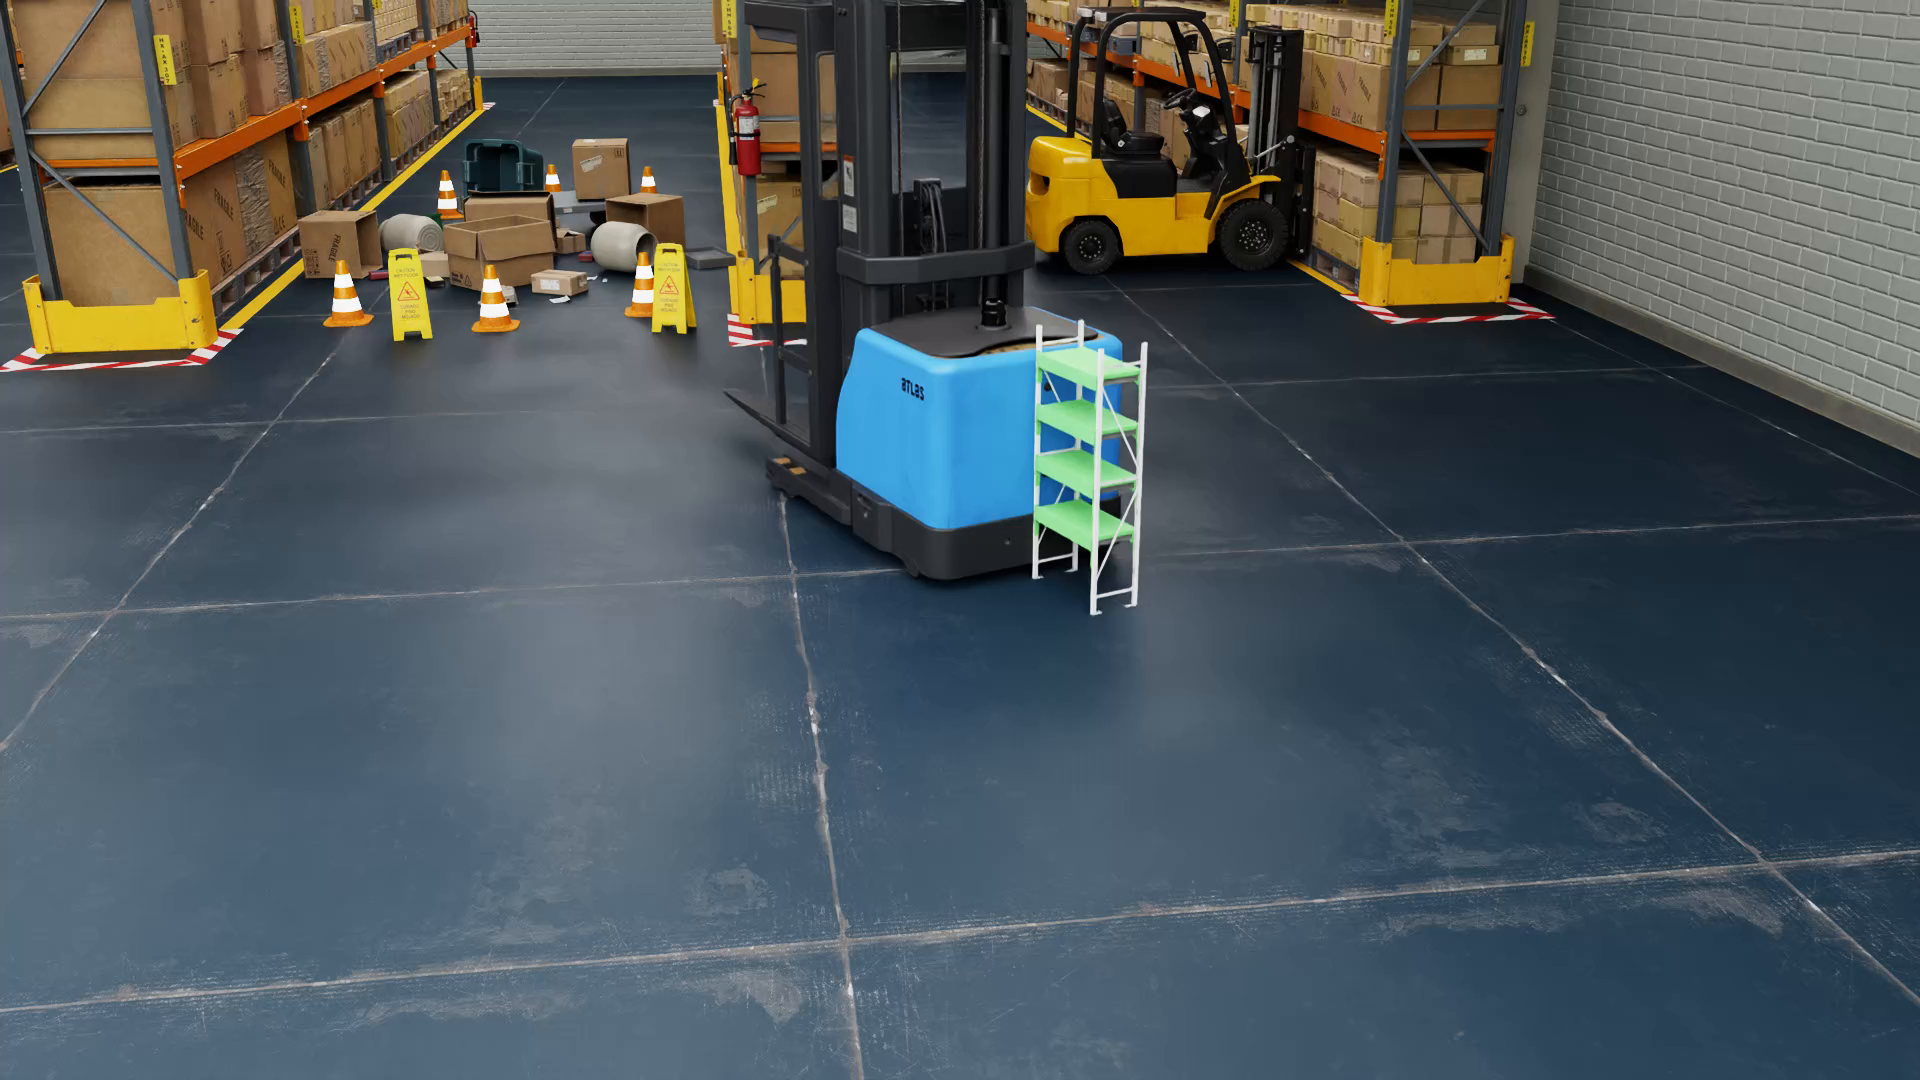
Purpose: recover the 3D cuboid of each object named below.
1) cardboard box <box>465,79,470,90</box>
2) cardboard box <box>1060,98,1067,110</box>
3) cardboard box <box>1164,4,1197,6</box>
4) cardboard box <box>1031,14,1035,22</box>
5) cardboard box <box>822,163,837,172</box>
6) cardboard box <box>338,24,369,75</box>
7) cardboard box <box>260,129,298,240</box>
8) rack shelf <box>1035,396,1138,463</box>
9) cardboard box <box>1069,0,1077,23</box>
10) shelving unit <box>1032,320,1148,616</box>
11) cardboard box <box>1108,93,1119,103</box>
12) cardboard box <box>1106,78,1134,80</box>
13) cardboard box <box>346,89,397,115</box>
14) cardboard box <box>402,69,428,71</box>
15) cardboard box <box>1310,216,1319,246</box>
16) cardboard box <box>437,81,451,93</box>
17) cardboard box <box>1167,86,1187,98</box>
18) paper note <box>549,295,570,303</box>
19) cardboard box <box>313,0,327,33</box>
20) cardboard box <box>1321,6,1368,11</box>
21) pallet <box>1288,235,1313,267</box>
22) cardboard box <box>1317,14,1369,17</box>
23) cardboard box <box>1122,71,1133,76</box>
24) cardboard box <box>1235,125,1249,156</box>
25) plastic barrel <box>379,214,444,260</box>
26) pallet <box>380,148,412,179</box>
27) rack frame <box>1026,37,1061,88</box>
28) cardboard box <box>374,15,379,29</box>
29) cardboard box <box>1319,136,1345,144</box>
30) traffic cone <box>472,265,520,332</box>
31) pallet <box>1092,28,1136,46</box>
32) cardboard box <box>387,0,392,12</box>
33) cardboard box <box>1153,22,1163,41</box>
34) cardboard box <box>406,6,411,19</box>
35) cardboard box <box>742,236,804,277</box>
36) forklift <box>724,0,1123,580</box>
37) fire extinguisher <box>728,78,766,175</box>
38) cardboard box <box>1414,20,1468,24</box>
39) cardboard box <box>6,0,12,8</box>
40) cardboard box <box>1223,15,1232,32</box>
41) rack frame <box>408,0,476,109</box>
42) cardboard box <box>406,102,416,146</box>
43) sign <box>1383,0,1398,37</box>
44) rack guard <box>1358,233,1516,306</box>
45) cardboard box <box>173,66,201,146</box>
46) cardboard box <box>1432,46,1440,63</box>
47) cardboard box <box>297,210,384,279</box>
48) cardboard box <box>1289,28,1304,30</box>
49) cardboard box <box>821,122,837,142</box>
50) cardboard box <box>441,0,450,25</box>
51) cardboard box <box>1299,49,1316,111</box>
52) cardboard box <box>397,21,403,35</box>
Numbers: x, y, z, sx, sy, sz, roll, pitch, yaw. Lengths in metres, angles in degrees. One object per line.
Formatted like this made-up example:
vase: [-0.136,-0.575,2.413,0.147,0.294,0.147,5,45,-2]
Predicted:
cardboard box: [-7.934,-7.186,26.219,0.380,0.149,0.250,-3,21,-9]
cardboard box: [1.709,-6.545,24.926,0.380,0.149,0.250,-4,21,-9]
cardboard box: [2.563,-6.076,19.127,0.380,0.149,0.250,-3,21,-7]
cardboard box: [1.361,-8.559,27.205,0.380,0.149,0.250,-2,21,-6]
cardboard box: [-1.028,-2.841,13.794,0.500,0.500,0.500,-4,21,-10]
cardboard box: [-6.738,-5.316,18.019,0.500,0.500,0.500,-3,21,-8]
cardboard box: [-6.541,-3.179,14.878,0.875,0.875,0.875,-3,21,-7]
rack shelf: [0.564,-0.490,7.310,0.258,0.148,0.480,-11,23,-27]
cardboard box: [1.928,-7.570,23.455,0.700,0.500,0.500,-2,21,-6]
shelving unit: [0.564,-0.325,7.371,0.258,1.200,0.503,-11,23,-27]
cardboard box: [2.243,-5.637,21.993,0.500,0.500,0.500,-2,21,-5]
cardboard box: [2.186,-6.156,22.458,0.380,0.149,0.250,-3,21,-8]
cardboard box: [-6.999,-5.212,19.785,0.500,0.250,0.500,-4,21,-10]
cardboard box: [-8.553,-7.295,26.086,0.380,0.149,0.250,-4,21,-10]
cardboard box: [3.303,-2.752,14.628,0.500,0.250,0.500,-3,21,-7]
cardboard box: [-7.643,-6.604,24.234,0.380,0.149,0.250,-2,21,-7]
cardboard box: [2.878,-5.740,21.342,0.380,0.149,0.250,-2,21,-6]
paper note: [-3.208,-1.935,13.353,0.148,0.019,0.142,-11,23,-26]
cardboard box: [-6.860,-5.414,16.853,0.700,0.500,0.500,-3,21,-8]
cardboard box: [3.624,-4.950,15.688,0.380,0.149,0.250,-3,21,-8]
pallet: [3.485,-2.729,15.220,1.003,0.211,1.213,-3,21,-8]
cardboard box: [3.322,-4.485,14.442,0.380,0.149,0.250,-3,21,-7]
cardboard box: [2.504,-6.548,23.505,0.380,0.149,0.250,-3,21,-7]
cardboard box: [2.992,-3.929,16.350,0.500,0.250,0.500,-3,21,-9]
plastic barrel: [-4.881,-2.677,14.779,0.512,0.421,0.421,12,24,30]
pallet: [-7.250,-4.549,20.093,1.003,0.211,1.213,-3,21,-8]
rack frame: [1.503,-8.890,27.732,1.000,3.000,0.127,-3,21,-8]
cardboard box: [-7.051,-6.074,19.525,0.380,0.149,0.250,-2,21,-5]
cardboard box: [3.643,-3.601,15.472,0.500,0.250,0.500,-3,21,-7]
traffic cone: [-3.490,-1.821,12.430,0.336,0.463,0.334,-3,21,-8]
pallet: [2.371,-6.704,22.152,1.003,0.211,1.213,-3,21,-8]
cardboard box: [-7.205,-6.567,20.419,0.380,0.149,0.250,-2,21,-6]
cardboard box: [2.549,-5.945,19.346,0.500,0.250,0.500,-2,21,-6]
cardboard box: [-7.391,-6.883,21.690,0.380,0.149,0.250,-2,21,-5]
cardboard box: [-1.488,-2.282,13.369,0.500,0.250,0.500,-3,21,-8]
forklift: [-0.390,-1.663,8.479,1.130,2.935,3.031,-11,23,-27]
fire extinguisher: [-1.542,-3.000,12.072,0.296,0.674,0.183,-3,21,-8]
cardboard box: [3.916,-4.151,13.547,0.380,0.149,0.250,-3,21,-7]
cardboard box: [-12.538,-7.050,21.228,0.797,0.503,0.637,-3,21,-9]
cardboard box: [2.909,-5.282,17.001,0.380,0.149,0.250,-3,21,-9]
rack frame: [-8.292,-8.354,26.296,1.000,3.000,0.127,-3,21,-8]
cardboard box: [-7.143,-5.219,20.875,0.500,0.500,0.500,-3,21,-9]
sign: [3.270,-3.981,12.596,0.100,0.325,0.005,-3,21,-8]
rack guard: [3.813,-2.171,13.315,1.175,0.500,0.348,-3,21,-8]
cardboard box: [-6.185,-3.200,12.283,0.875,0.550,0.550,-3,21,-8]
cardboard box: [3.919,-3.914,13.339,0.380,0.149,0.250,-3,21,-8]
cardboard box: [-5.323,-2.544,14.309,0.500,0.500,0.500,1,20,2]
cardboard box: [3.174,-4.518,14.956,0.380,0.149,0.250,-4,21,-9]
cardboard box: [-0.946,-3.109,12.613,0.380,0.149,0.250,-3,21,-8]
cardboard box: [-7.653,-7.687,23.941,0.500,0.500,0.500,-3,21,-9]
cardboard box: [3.255,-4.086,14.725,0.500,0.500,0.500,-3,21,-7]
cardboard box: [-7.272,-6.470,21.010,0.380,0.149,0.250,-2,21,-5]
